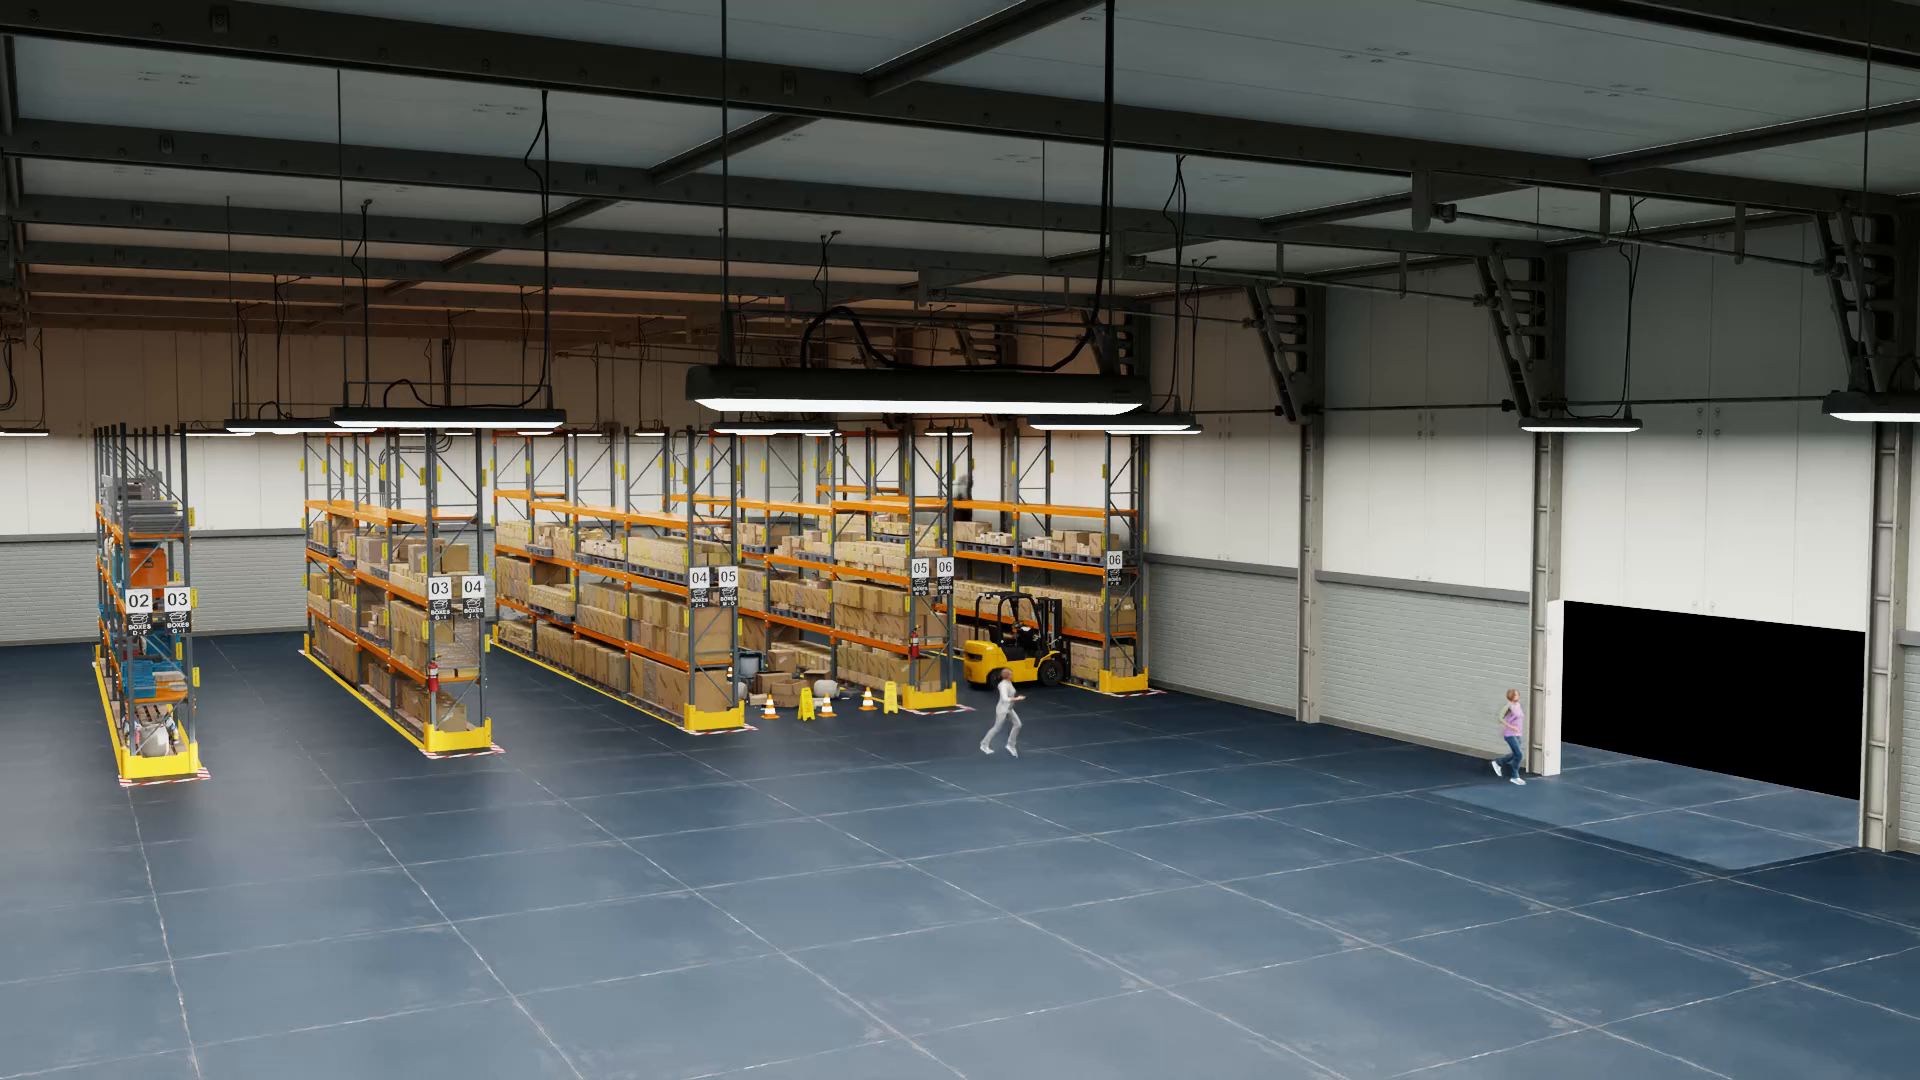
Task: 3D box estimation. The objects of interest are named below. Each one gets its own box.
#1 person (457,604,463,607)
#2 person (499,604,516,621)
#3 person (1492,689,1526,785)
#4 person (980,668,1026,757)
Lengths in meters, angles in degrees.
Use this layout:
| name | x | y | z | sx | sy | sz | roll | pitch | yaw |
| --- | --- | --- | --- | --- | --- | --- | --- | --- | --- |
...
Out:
| name | x | y | z | sx | sy | sz | roll | pitch | yaw |
| --- | --- | --- | --- | --- | --- | --- | --- | --- | --- |
| person | -13.767 | 2.110 | 45.481 | 0.676 | 1.746 | 0.761 | -2 | 4 | -28 |
| person | -13.107 | 1.980 | 48.381 | 0.894 | 1.614 | 0.780 | 0 | 3 | -1 |
| person | 9.180 | 3.271 | 27.774 | 0.586 | 1.582 | 0.611 | -3 | 5 | -41 |
| person | 0.792 | 3.107 | 30.001 | 0.830 | 1.619 | 0.546 | 1 | 4 | 20 |
